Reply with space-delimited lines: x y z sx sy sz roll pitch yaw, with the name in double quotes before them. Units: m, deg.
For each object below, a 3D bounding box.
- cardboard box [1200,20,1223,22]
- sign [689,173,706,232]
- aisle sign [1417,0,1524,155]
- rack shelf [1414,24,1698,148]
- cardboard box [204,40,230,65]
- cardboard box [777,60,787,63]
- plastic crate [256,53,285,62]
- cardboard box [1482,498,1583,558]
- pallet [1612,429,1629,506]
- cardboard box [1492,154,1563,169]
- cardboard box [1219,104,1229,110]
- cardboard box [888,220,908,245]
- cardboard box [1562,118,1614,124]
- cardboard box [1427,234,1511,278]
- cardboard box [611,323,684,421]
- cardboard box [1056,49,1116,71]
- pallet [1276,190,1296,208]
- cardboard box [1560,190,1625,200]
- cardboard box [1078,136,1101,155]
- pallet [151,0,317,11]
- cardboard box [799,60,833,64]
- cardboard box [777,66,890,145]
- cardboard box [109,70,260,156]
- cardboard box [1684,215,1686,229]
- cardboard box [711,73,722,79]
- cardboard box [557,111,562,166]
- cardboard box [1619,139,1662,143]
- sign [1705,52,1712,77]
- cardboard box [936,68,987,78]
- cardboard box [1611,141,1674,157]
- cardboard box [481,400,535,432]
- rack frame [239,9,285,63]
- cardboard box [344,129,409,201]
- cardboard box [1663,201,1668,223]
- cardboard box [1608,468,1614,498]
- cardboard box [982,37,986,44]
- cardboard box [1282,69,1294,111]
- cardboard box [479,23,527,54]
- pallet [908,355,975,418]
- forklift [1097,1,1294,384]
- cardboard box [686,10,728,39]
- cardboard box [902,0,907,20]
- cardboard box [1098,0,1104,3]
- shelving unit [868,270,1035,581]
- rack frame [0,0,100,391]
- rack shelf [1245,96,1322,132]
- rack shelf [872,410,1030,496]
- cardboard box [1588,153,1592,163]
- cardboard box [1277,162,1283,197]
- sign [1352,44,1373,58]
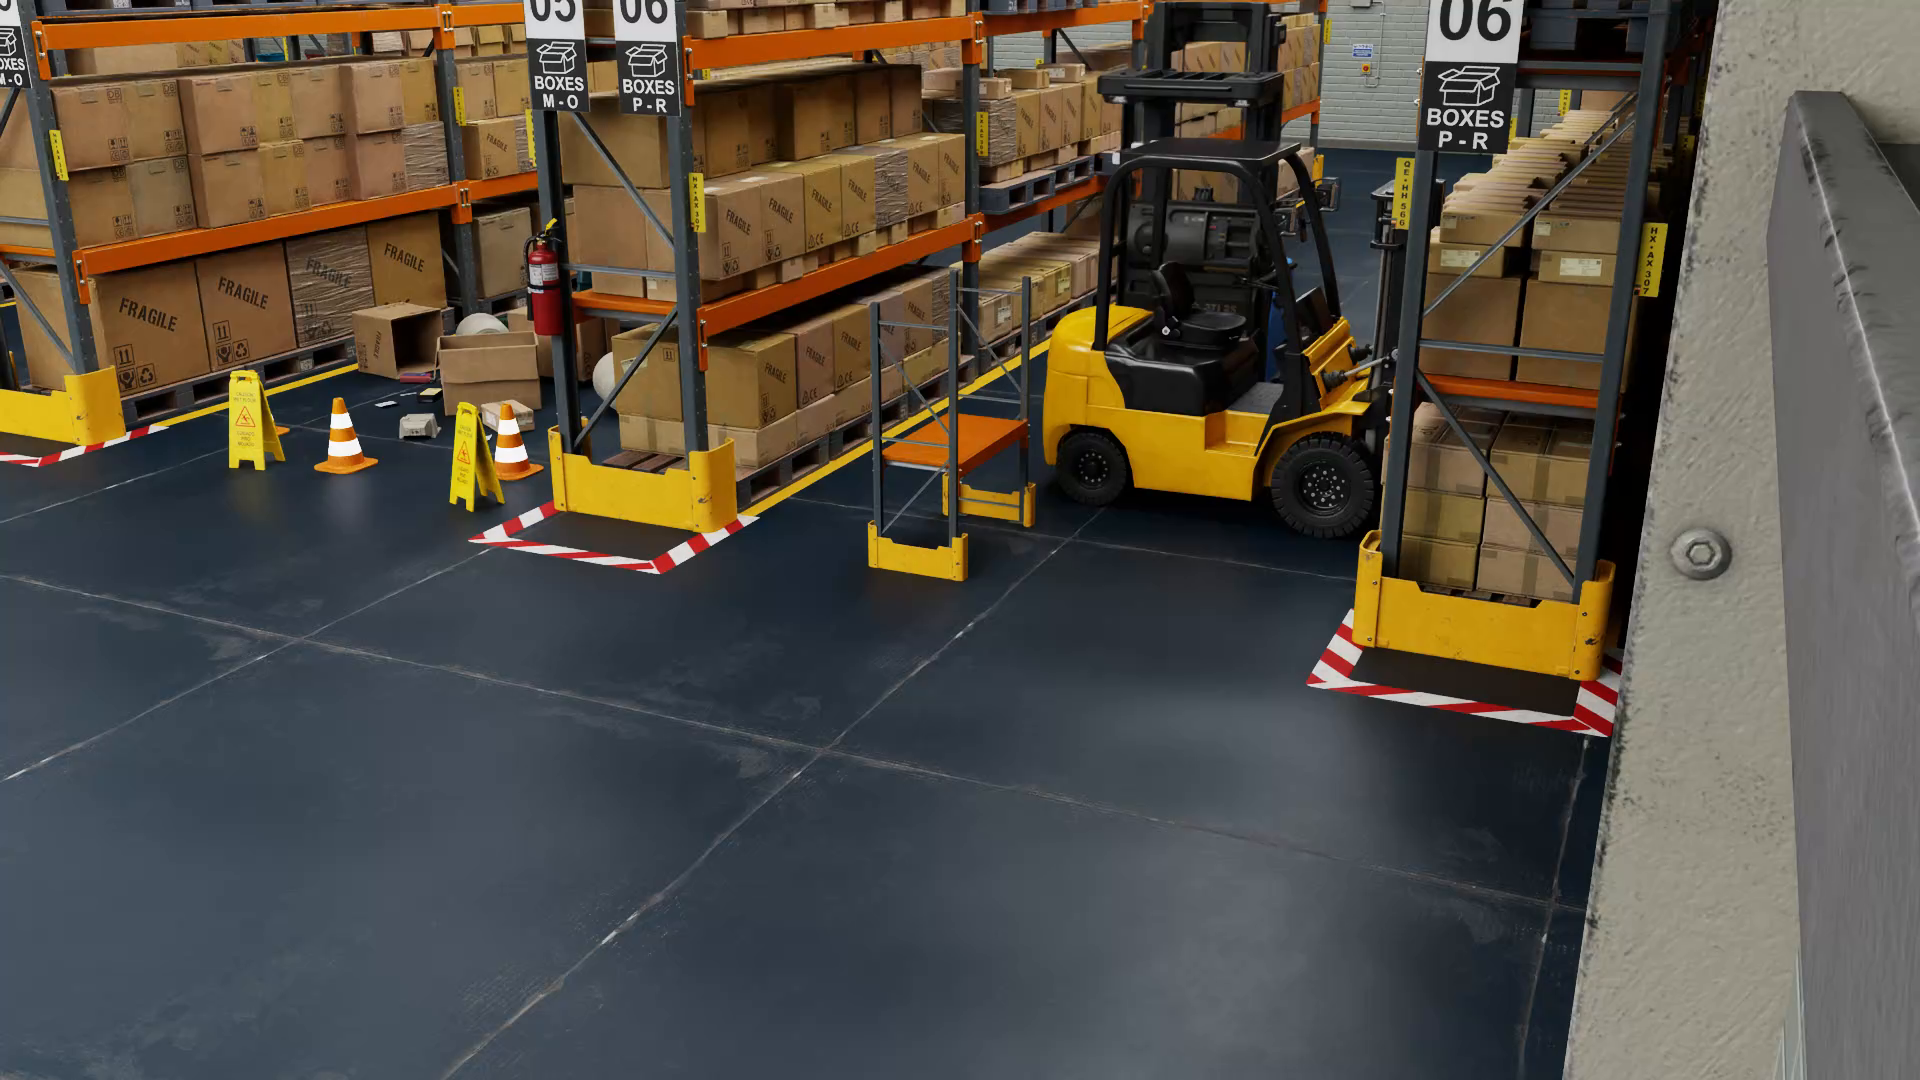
"cardboard box" 2.988 -6.252 20.261 0.380 0.149 0.250 9 22 24
"sign" -1.474 -1.889 9.313 0.100 0.325 0.005 9 21 23
"aisle sign" 2.266 -2.121 7.377 0.394 0.787 0.004 9 21 23
"rack shelf" 3.380 -2.562 9.092 1.077 0.370 4.000 9 21 23
"cardboard box" -13.639 -8.881 30.115 0.500 0.500 0.500 9 21 23
"cardboard box" -2.410 -6.011 21.055 0.380 0.149 0.250 9 21 23
"plastic crate" -10.735 -7.474 26.242 0.392 0.384 0.575 9 21 23
"cardboard box" 2.943 -0.129 8.386 0.500 0.250 0.500 9 21 24
"pallet" 3.835 -0.548 10.993 1.003 0.211 1.213 9 21 23
"cardboard box" 3.396 -2.216 9.961 0.380 0.149 0.250 8 21 22
"cardboard box" 2.788 -5.067 19.018 0.500 0.250 0.500 9 22 24
"cardboard box" -0.598 -2.209 11.879 0.380 0.149 0.250 8 21 22
"cardboard box" 5.152 -3.372 13.656 0.380 0.149 0.250 9 21 23
"cardboard box" 2.447 -1.373 8.036 0.380 0.149 0.250 9 21 23
"cardboard box" -1.879 -1.092 10.721 0.500 0.500 0.500 9 21 23
"cardboard box" 1.280 -4.714 16.905 0.500 0.500 0.500 8 21 21
"pallet" 3.826 -4.506 22.125 1.003 0.211 1.213 9 21 23
"cardboard box" 3.241 -1.674 8.438 0.380 0.149 0.250 9 21 23
"cardboard box" 1.071 -3.612 15.196 0.380 0.149 0.250 9 21 24
"pallet" -5.734 -4.178 12.697 1.003 0.211 1.213 9 21 23
"cardboard box" -1.816 -5.922 20.804 0.380 0.149 0.250 8 21 21
"cardboard box" -0.938 -3.179 12.146 0.700 0.500 0.500 9 21 23
"cardboard box" -5.845 -3.225 12.525 0.875 0.550 0.550 9 21 23
"cardboard box" 7.114 -3.062 17.005 0.500 0.500 0.500 7 21 20
"cardboard box" -2.883 -5.126 18.565 0.380 0.149 0.250 9 21 23
"cardboard box" -4.015 -3.905 16.123 0.500 0.500 0.500 8 21 22
"cardboard box" 5.010 -2.834 12.144 0.380 0.149 0.250 9 21 23
"sign" 7.982 -5.015 17.665 0.100 0.325 0.005 9 21 23
"cardboard box" 0.013 -3.941 14.186 0.380 0.149 0.250 8 21 20
"cardboard box" 4.344 -2.453 10.627 0.380 0.149 0.250 9 21 23
"cardboard box" -3.276 -0.890 12.050 0.250 0.149 0.380 -14 24 -33
"rack frame" -10.615 -7.264 25.717 1.000 3.000 0.127 9 21 23
"cardboard box" -5.233 -3.212 14.100 0.875 0.550 0.550 9 21 23
"cardboard box" 4.054 -1.820 10.260 0.500 0.500 0.500 9 21 23
"cardboard box" 3.562 -0.365 9.794 0.500 0.250 0.500 9 21 23
"cardboard box" 0.065 -7.580 24.520 0.500 0.500 0.500 8 21 22
"cardboard box" 4.006 -5.841 21.567 0.500 0.500 0.500 9 22 24
"cardboard box" -6.350 -6.907 23.069 0.797 0.503 0.637 8 21 21
"pallet" -0.574 -1.255 12.982 1.003 0.211 1.213 9 21 23
"forklift" 1.550 -2.113 11.336 1.130 2.935 3.031 7 21 19
"cardboard box" -1.537 -2.908 9.367 0.380 0.149 0.250 9 21 23
"cardboard box" -0.596 -3.718 11.644 0.380 0.149 0.250 8 21 21
"cardboard box" 0.909 -5.174 15.214 0.700 0.500 0.500 9 21 23
"shelving unit" -0.031 -0.683 9.452 0.587 1.500 1.083 9 21 23
"rack frame" -6.527 -2.204 11.490 1.000 3.000 0.127 9 21 23
"rack shelf" 3.764 -5.497 21.822 1.077 0.370 4.000 9 21 23
"rack shelf" -0.035 -0.511 9.504 0.538 0.185 1.000 9 21 23
"cardboard box" 4.136 -2.586 11.448 0.380 0.149 0.250 9 22 25
"cardboard box" 3.666 -4.666 21.609 0.875 0.438 0.875 8 21 21
"sign" 6.851 -8.327 28.302 0.327 0.218 0.001 9 21 23
